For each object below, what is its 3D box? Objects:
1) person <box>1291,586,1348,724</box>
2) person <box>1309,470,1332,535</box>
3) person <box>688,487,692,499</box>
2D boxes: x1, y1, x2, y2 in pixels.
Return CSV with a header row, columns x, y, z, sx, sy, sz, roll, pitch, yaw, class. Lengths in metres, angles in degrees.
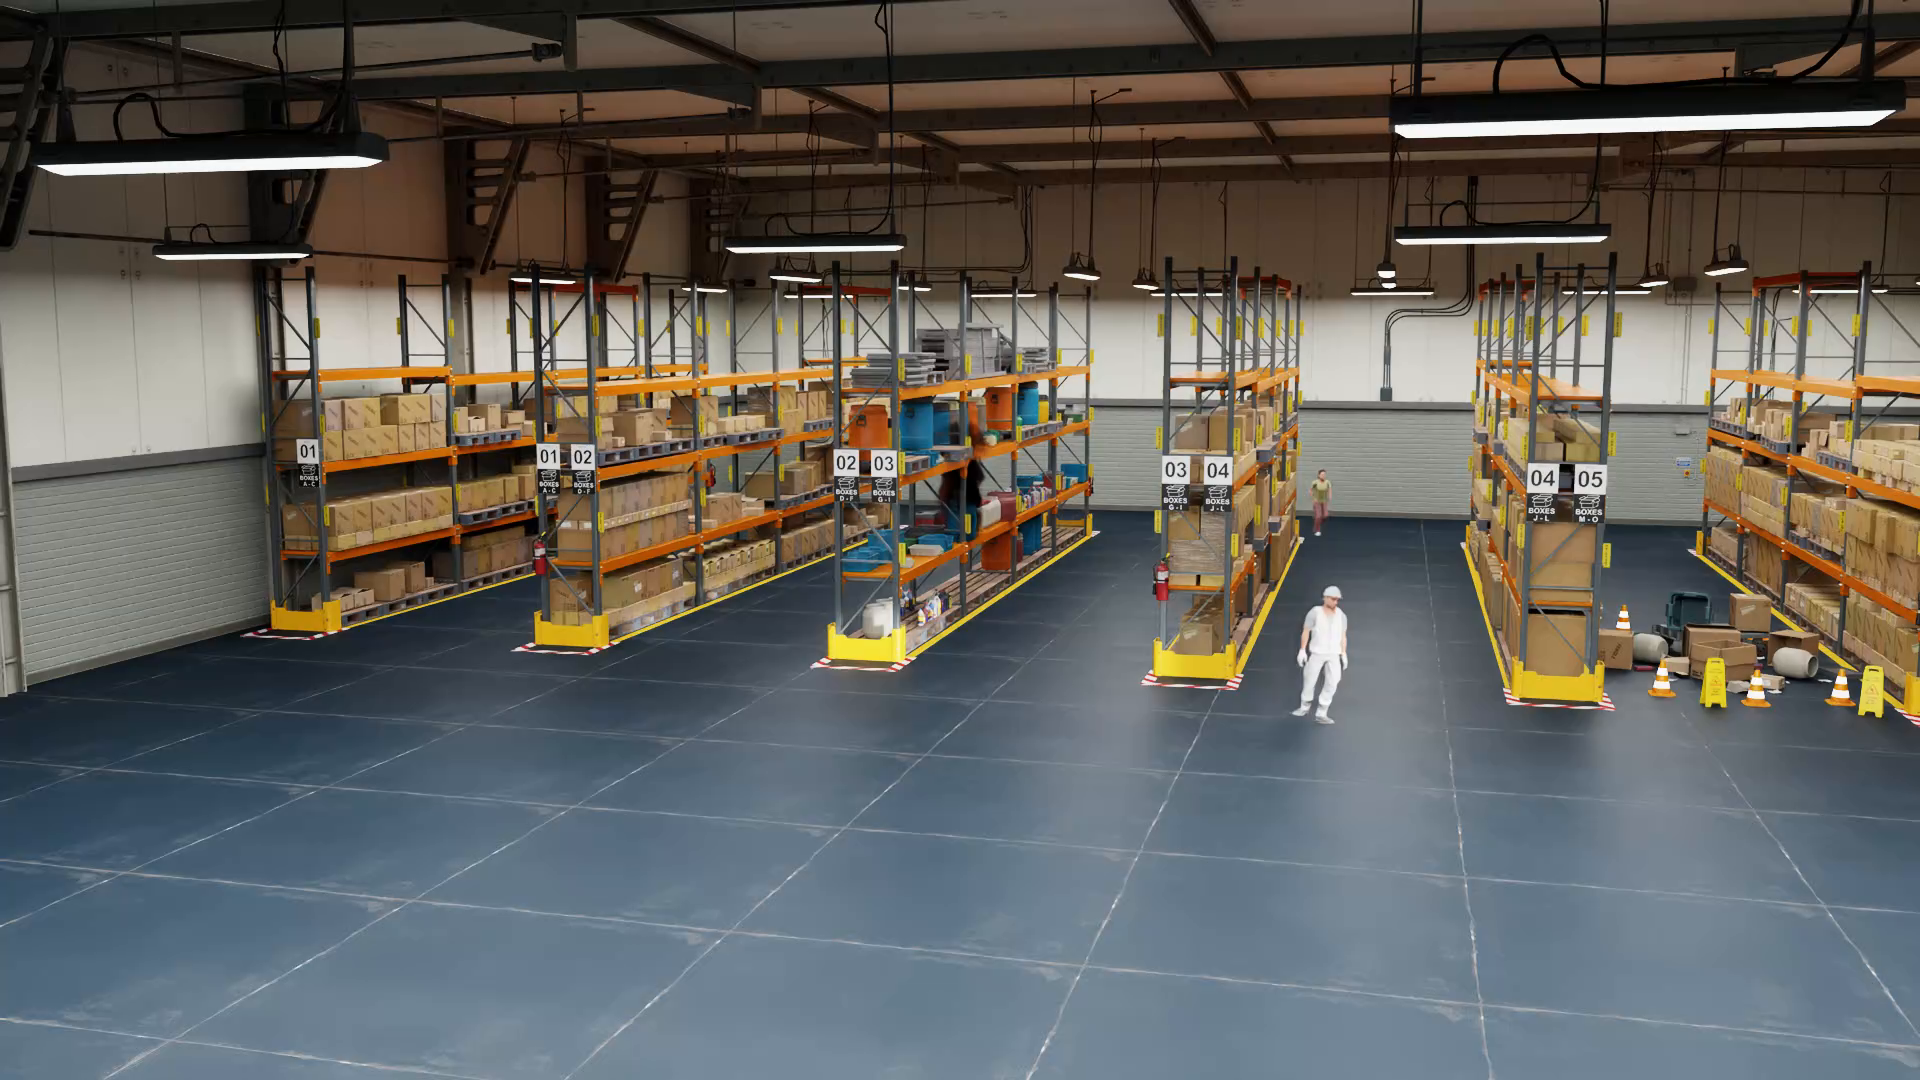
x,y,z,sx,sy,sz,roll,pitch,yaw,class
4.581,1.449,21.155,0.657,1.765,0.494,-1,7,-8,person
8.766,-0.913,40.442,0.564,1.613,0.575,-1,7,-7,person
-6.432,-0.665,37.981,0.649,1.710,0.688,1,7,8,person
